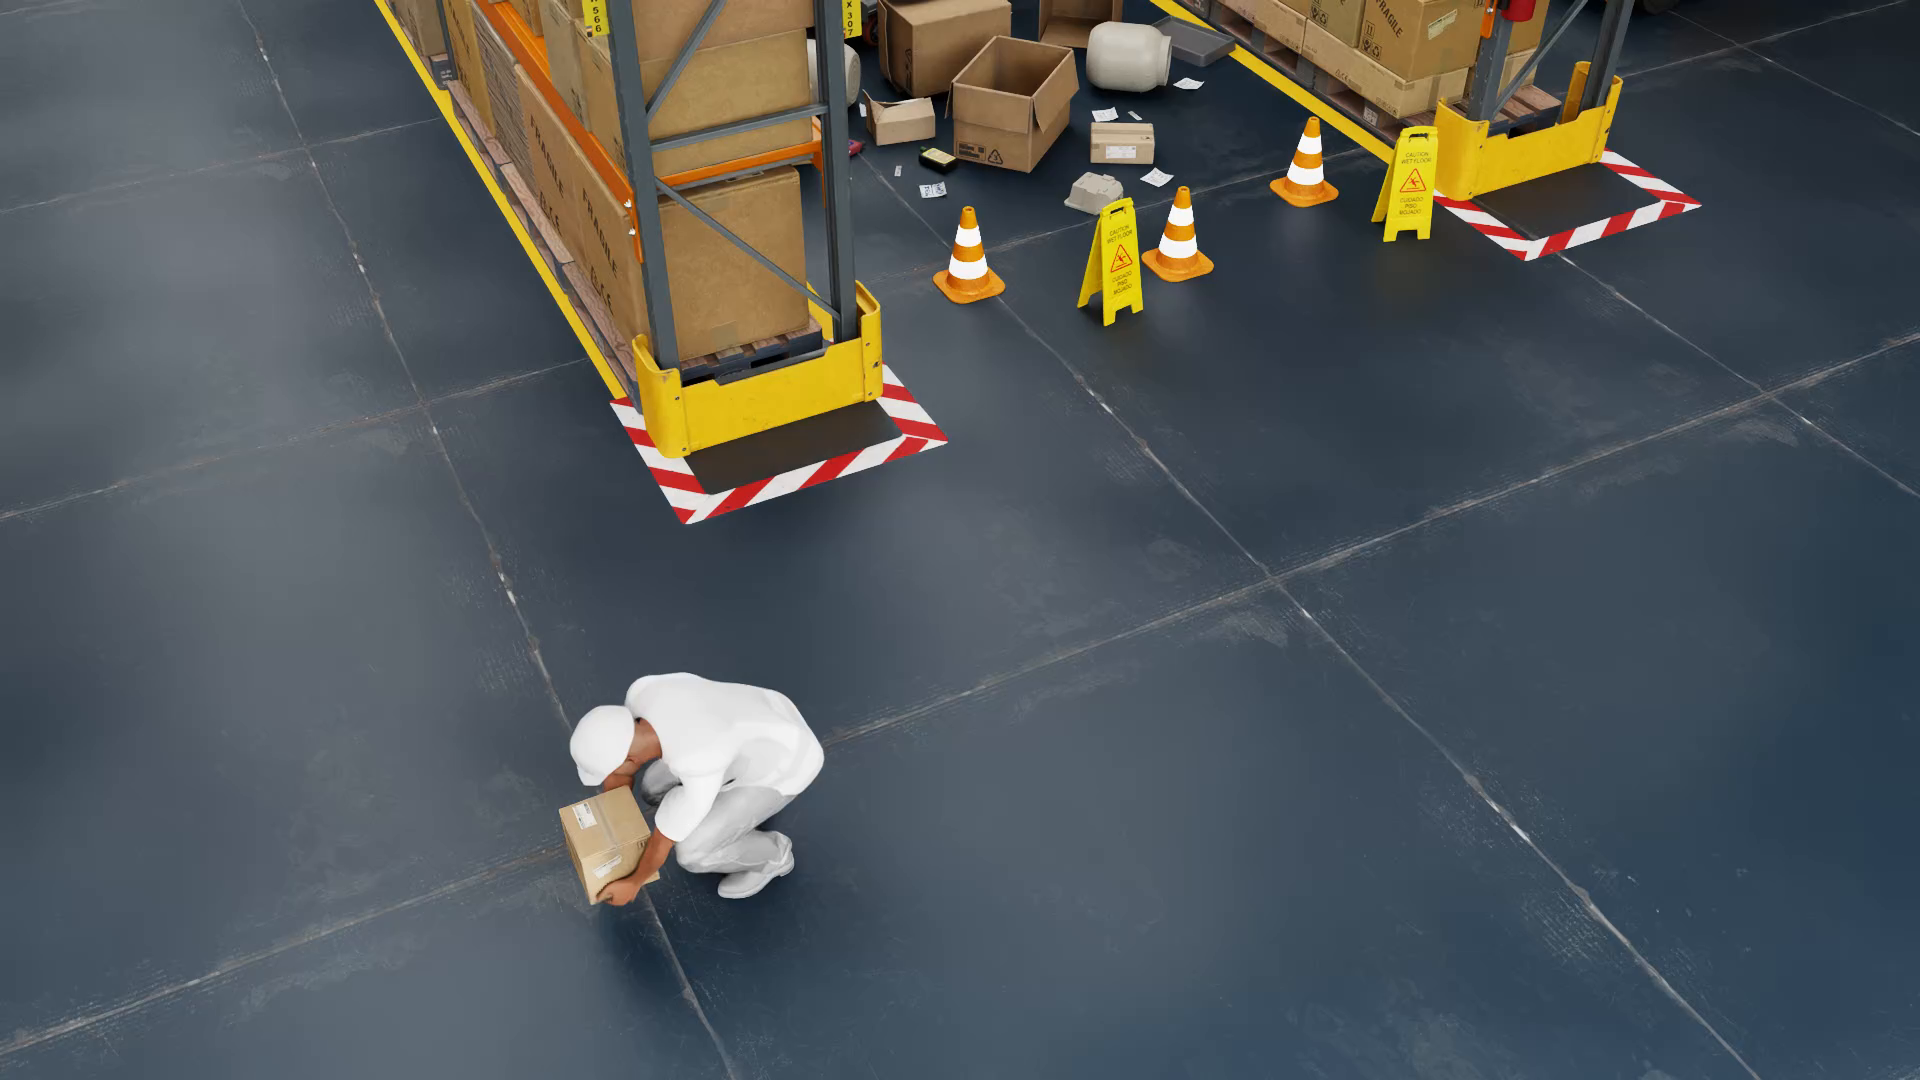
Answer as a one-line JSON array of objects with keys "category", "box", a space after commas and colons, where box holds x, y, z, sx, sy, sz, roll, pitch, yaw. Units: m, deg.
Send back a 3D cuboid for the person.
[{"category": "person", "box": [-0.911, 0.835, 5.763, 0.902, 1.011, 0.546, -20, 45, -21]}]
